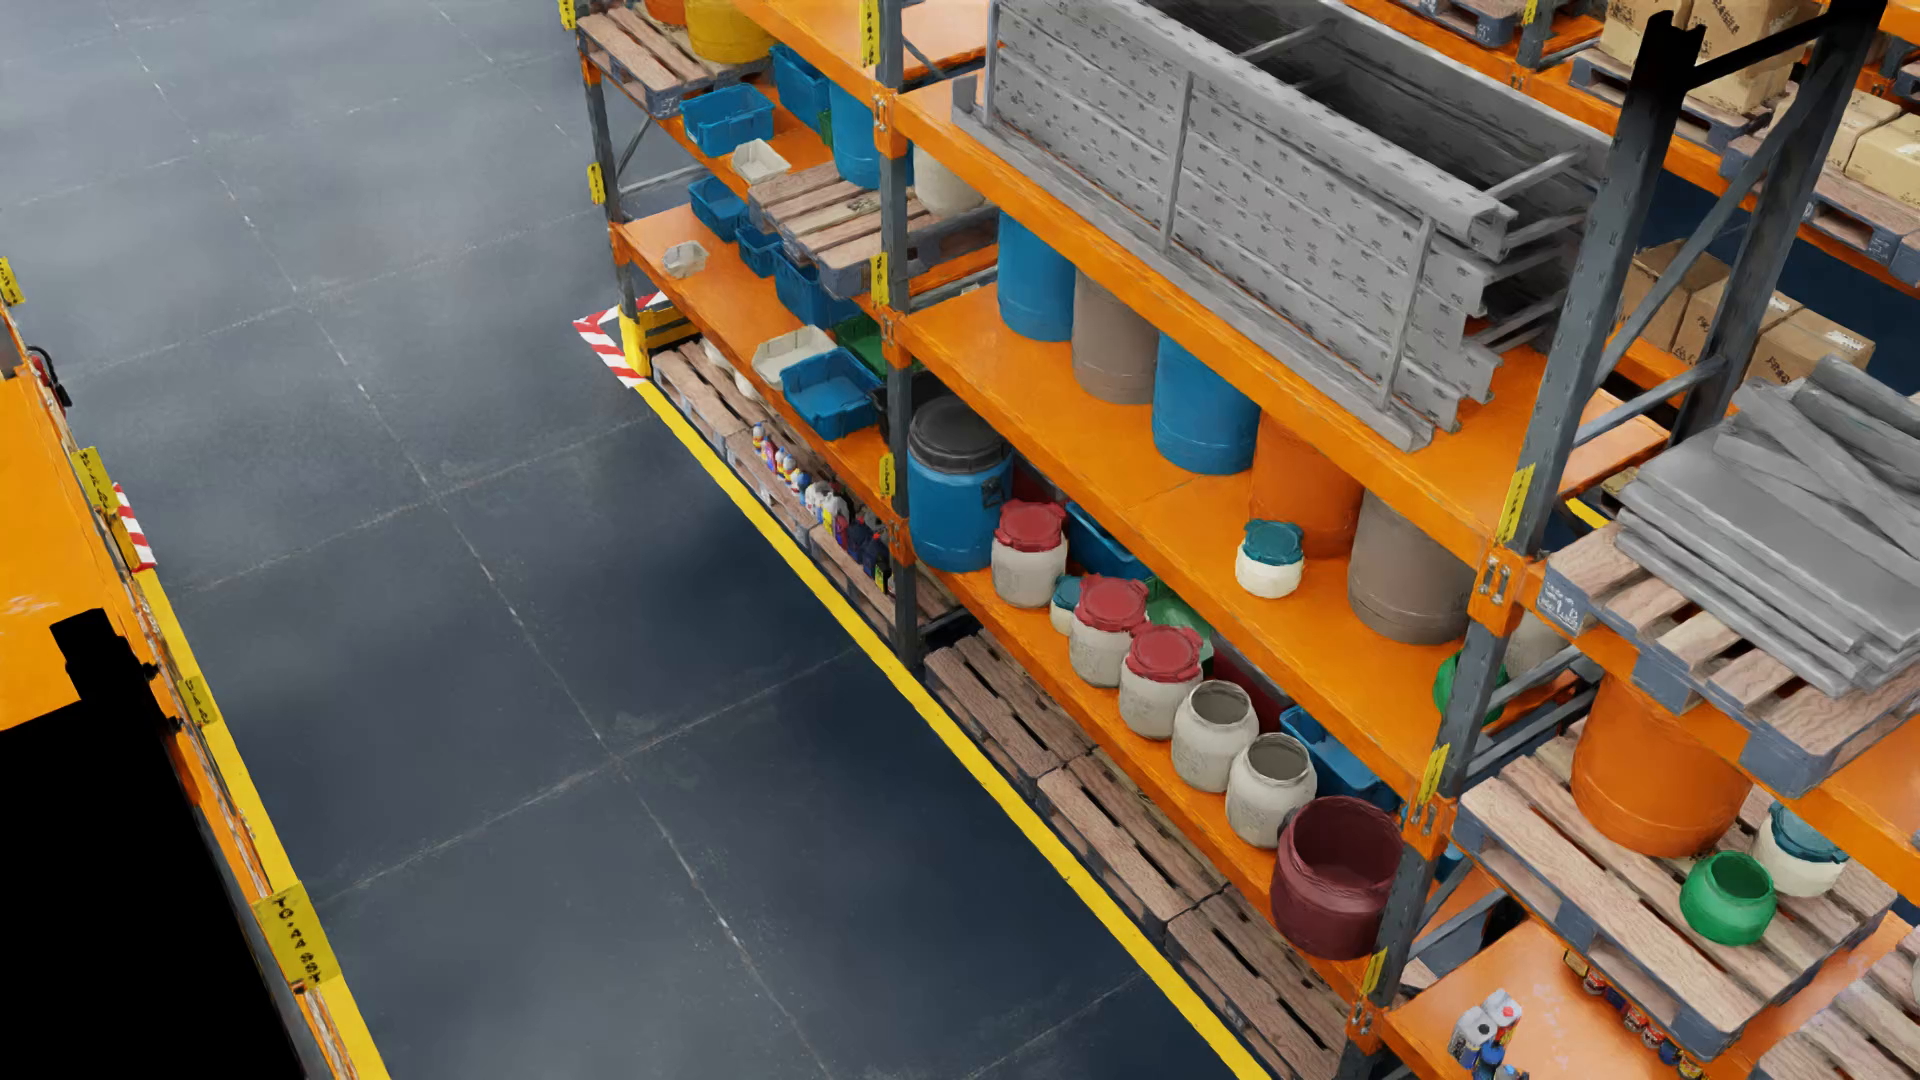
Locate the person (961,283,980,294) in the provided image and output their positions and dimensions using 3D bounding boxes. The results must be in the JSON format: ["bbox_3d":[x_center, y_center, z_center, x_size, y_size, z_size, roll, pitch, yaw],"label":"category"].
[{"bbox_3d":[-0.225,-2.599,13.385,0.811,1.603,0.604,27,49,27],"label":"person"}]
